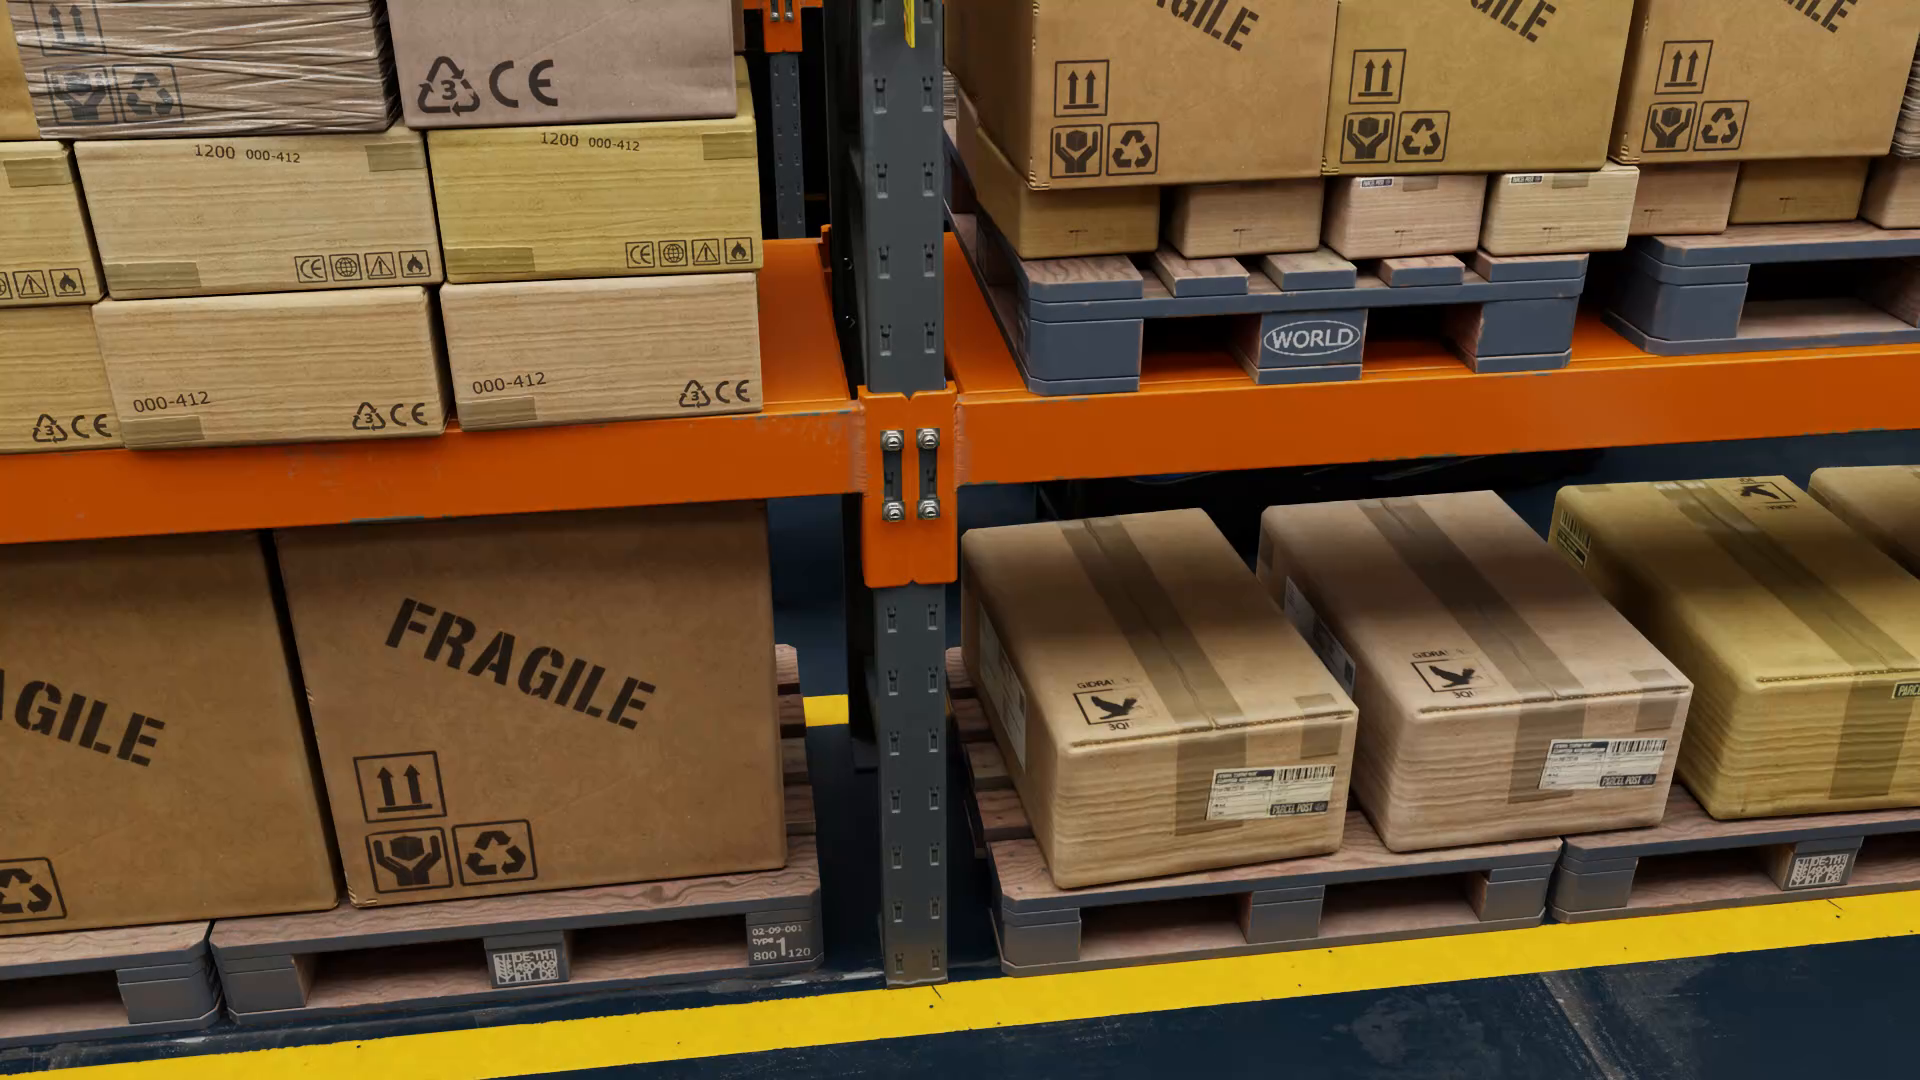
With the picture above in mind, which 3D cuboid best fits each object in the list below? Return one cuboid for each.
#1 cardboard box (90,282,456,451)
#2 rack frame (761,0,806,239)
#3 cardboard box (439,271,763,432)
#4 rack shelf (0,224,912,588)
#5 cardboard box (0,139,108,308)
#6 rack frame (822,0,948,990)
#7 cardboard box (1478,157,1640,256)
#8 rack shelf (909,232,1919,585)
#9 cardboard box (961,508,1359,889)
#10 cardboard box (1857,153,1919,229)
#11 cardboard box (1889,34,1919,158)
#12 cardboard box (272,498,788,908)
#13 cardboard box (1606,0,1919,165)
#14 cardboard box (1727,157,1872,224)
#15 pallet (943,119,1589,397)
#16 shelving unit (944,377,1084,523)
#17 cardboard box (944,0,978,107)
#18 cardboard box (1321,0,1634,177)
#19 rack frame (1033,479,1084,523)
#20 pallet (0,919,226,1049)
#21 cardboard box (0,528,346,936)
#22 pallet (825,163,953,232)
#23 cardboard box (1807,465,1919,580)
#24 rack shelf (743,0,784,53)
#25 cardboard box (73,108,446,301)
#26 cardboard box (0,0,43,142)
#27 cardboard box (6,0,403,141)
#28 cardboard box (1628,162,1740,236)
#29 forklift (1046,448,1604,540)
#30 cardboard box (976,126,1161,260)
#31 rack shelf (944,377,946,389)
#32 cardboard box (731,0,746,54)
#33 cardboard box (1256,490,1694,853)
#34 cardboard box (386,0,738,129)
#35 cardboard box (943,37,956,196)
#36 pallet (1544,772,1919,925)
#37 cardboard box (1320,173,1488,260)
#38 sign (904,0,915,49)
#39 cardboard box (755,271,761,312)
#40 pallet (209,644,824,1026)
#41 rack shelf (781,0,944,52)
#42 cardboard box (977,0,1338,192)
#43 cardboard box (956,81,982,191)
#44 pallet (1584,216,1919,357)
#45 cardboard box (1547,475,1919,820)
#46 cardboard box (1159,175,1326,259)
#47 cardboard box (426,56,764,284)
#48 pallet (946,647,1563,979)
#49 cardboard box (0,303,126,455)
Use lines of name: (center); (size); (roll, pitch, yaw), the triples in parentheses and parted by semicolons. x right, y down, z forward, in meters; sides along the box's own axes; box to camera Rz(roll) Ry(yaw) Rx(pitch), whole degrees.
cardboard box: (-1.126, -0.378, 2.866); (0.500, 0.250, 0.500); (-3, 27, -6)
rack frame: (-0.853, -2.878, 7.573); (0.127, 3.000, 1.000); (-4, 27, -7)
cardboard box: (-0.622, -0.418, 2.943); (0.500, 0.250, 0.500); (-5, 28, -9)
rack shelf: (-2.138, -0.187, 3.117); (4.000, 0.370, 1.077); (-4, 27, -7)
cardboard box: (-1.613, -0.568, 2.688); (0.500, 0.250, 0.500); (-4, 27, -8)
rack frame: (-0.158, -0.634, 3.200); (0.127, 3.000, 1.000); (-4, 27, -7)
cardboard box: (1.027, -0.653, 3.053); (0.250, 0.149, 0.380); (-4, 27, -7)
rack shelf: (1.823, -0.441, 3.613); (4.000, 0.370, 1.077); (-4, 27, -7)
cardboard box: (0.403, 0.317, 3.766); (0.625, 0.372, 0.950); (-5, 28, -11)
cardboard box: (1.797, -0.727, 3.196); (0.250, 0.149, 0.380); (-3, 27, -5)
cardboard box: (1.857, -1.023, 3.063); (0.500, 0.500, 0.500); (-5, 28, -9)
cardboard box: (-0.853, 0.131, 3.577); (0.875, 0.875, 0.875); (-4, 27, -8)
cardboard box: (1.360, -0.995, 3.008); (0.500, 0.500, 0.500); (-3, 27, -6)
cardboard box: (1.529, -0.740, 3.221); (0.250, 0.149, 0.380); (-3, 27, -5)
pallet: (0.533, -0.642, 3.426); (1.003, 0.211, 1.213); (-4, 27, -7)
shelving unit: (-0.202, -0.594, 4.764); (1.048, 1.500, 0.538); (-5, 28, -9)
cardboard box: (0.254, -1.153, 3.315); (0.500, 0.500, 0.500); (-4, 27, -9)
cardboard box: (0.835, -0.958, 2.937); (0.500, 0.500, 0.500); (-2, 27, -4)
rack frame: (0.298, -0.636, 4.846); (0.032, 1.500, 0.500); (-5, 28, -9)
pallet: (-2.154, 0.699, 3.657); (1.213, 0.211, 1.003); (-4, 27, -7)
cardboard box: (-1.737, 0.185, 3.470); (0.875, 0.875, 0.875); (-3, 27, -6)
pallet: (-0.032, -1.672, 8.277); (1.213, 0.211, 1.003); (-4, 27, -7)
cardboard box: (2.573, 0.175, 4.041); (0.625, 0.372, 0.950); (-2, 27, -4)
rack shelf: (-2.833, -2.431, 7.489); (4.000, 0.370, 1.077); (-4, 27, -7)
cardboard box: (-1.109, -0.610, 2.770); (0.500, 0.250, 0.500); (-4, 27, -8)
cardboard box: (-1.633, -0.908, 2.528); (0.500, 0.500, 0.500); (-4, 27, -7)
cardboard box: (-1.140, -0.936, 2.584); (0.500, 0.500, 0.500); (-3, 27, -6)
cardboard box: (1.255, -0.704, 3.152); (0.250, 0.149, 0.380); (-2, 27, -4)
forklift: (1.640, -1.701, 5.354); (3.031, 2.935, 1.130); (-13, 30, -24)
cardboard box: (0.190, -0.646, 3.038); (0.250, 0.149, 0.380); (-5, 28, -10)
rack shelf: (-0.202, -0.434, 4.846); (1.000, 0.185, 0.538); (-5, 28, -9)
cardboard box: (-0.680, -1.203, 3.104); (0.500, 0.500, 0.500); (-5, 28, -9)
cardboard box: (1.133, 0.266, 3.864); (0.625, 0.372, 0.950); (-4, 27, -8)
cardboard box: (-0.633, -0.972, 2.655); (0.500, 0.500, 0.500); (-4, 27, -9)
cardboard box: (-0.233, -2.042, 8.085); (0.625, 0.625, 0.875); (-3, 27, -5)
pallet: (1.822, 0.481, 4.081); (1.213, 0.211, 1.003); (-4, 27, -7)
cardboard box: (0.752, -0.645, 3.037); (0.250, 0.149, 0.380); (-5, 28, -10)
sign: (-0.077, -0.899, 2.447); (0.005, 0.325, 0.100); (-4, 27, -7)
cardboard box: (-0.677, -0.650, 3.396); (0.500, 0.250, 0.500); (-4, 27, -8)
pallet: (-0.949, 0.622, 3.806); (1.213, 0.211, 1.003); (-4, 27, -7)
rack shelf: (1.128, -2.685, 7.985); (4.000, 0.370, 1.077); (-4, 27, -7)
cardboard box: (0.320, -0.922, 2.866); (0.500, 0.500, 0.500); (-4, 27, -9)
cardboard box: (0.134, -0.837, 3.410); (0.250, 0.149, 0.380); (-3, 27, -5)
pallet: (1.797, -0.693, 3.526); (1.213, 0.211, 1.003); (-4, 27, -7)
cardboard box: (1.885, 0.220, 3.953); (0.625, 0.372, 0.950); (-3, 27, -5)
cardboard box: (0.475, -0.649, 3.044); (0.250, 0.149, 0.380); (-5, 28, -10)
cardboard box: (-0.602, -0.644, 2.837); (0.500, 0.250, 0.500); (-4, 27, -7)
pallet: (0.616, 0.557, 3.933); (1.213, 0.211, 1.003); (-4, 27, -7)
cardboard box: (-1.627, -0.354, 2.818); (0.500, 0.250, 0.500); (-4, 27, -8)
